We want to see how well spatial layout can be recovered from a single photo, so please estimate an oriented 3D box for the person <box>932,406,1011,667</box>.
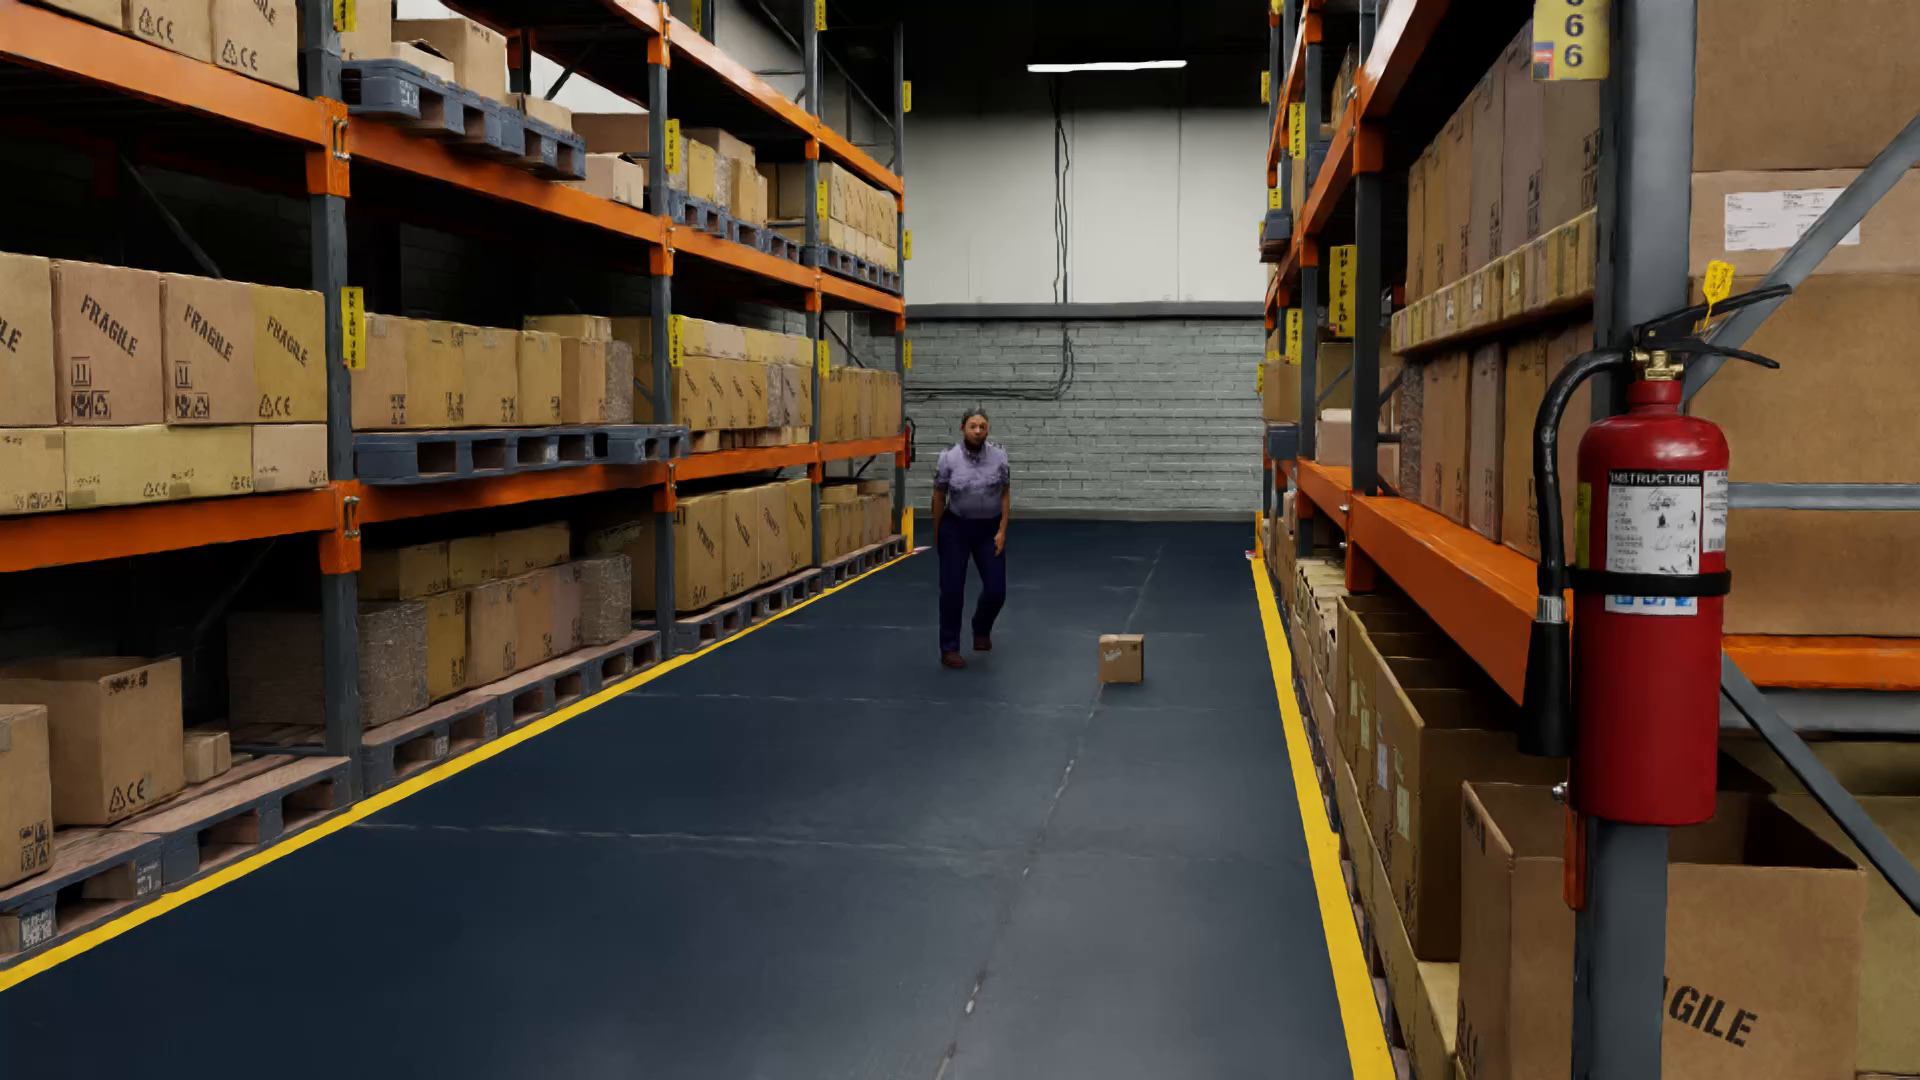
[{"bbox_3d":[0.063,-0.026,10.461,0.486,1.626,0.608,-1,5,-12],"label":"person"}]
